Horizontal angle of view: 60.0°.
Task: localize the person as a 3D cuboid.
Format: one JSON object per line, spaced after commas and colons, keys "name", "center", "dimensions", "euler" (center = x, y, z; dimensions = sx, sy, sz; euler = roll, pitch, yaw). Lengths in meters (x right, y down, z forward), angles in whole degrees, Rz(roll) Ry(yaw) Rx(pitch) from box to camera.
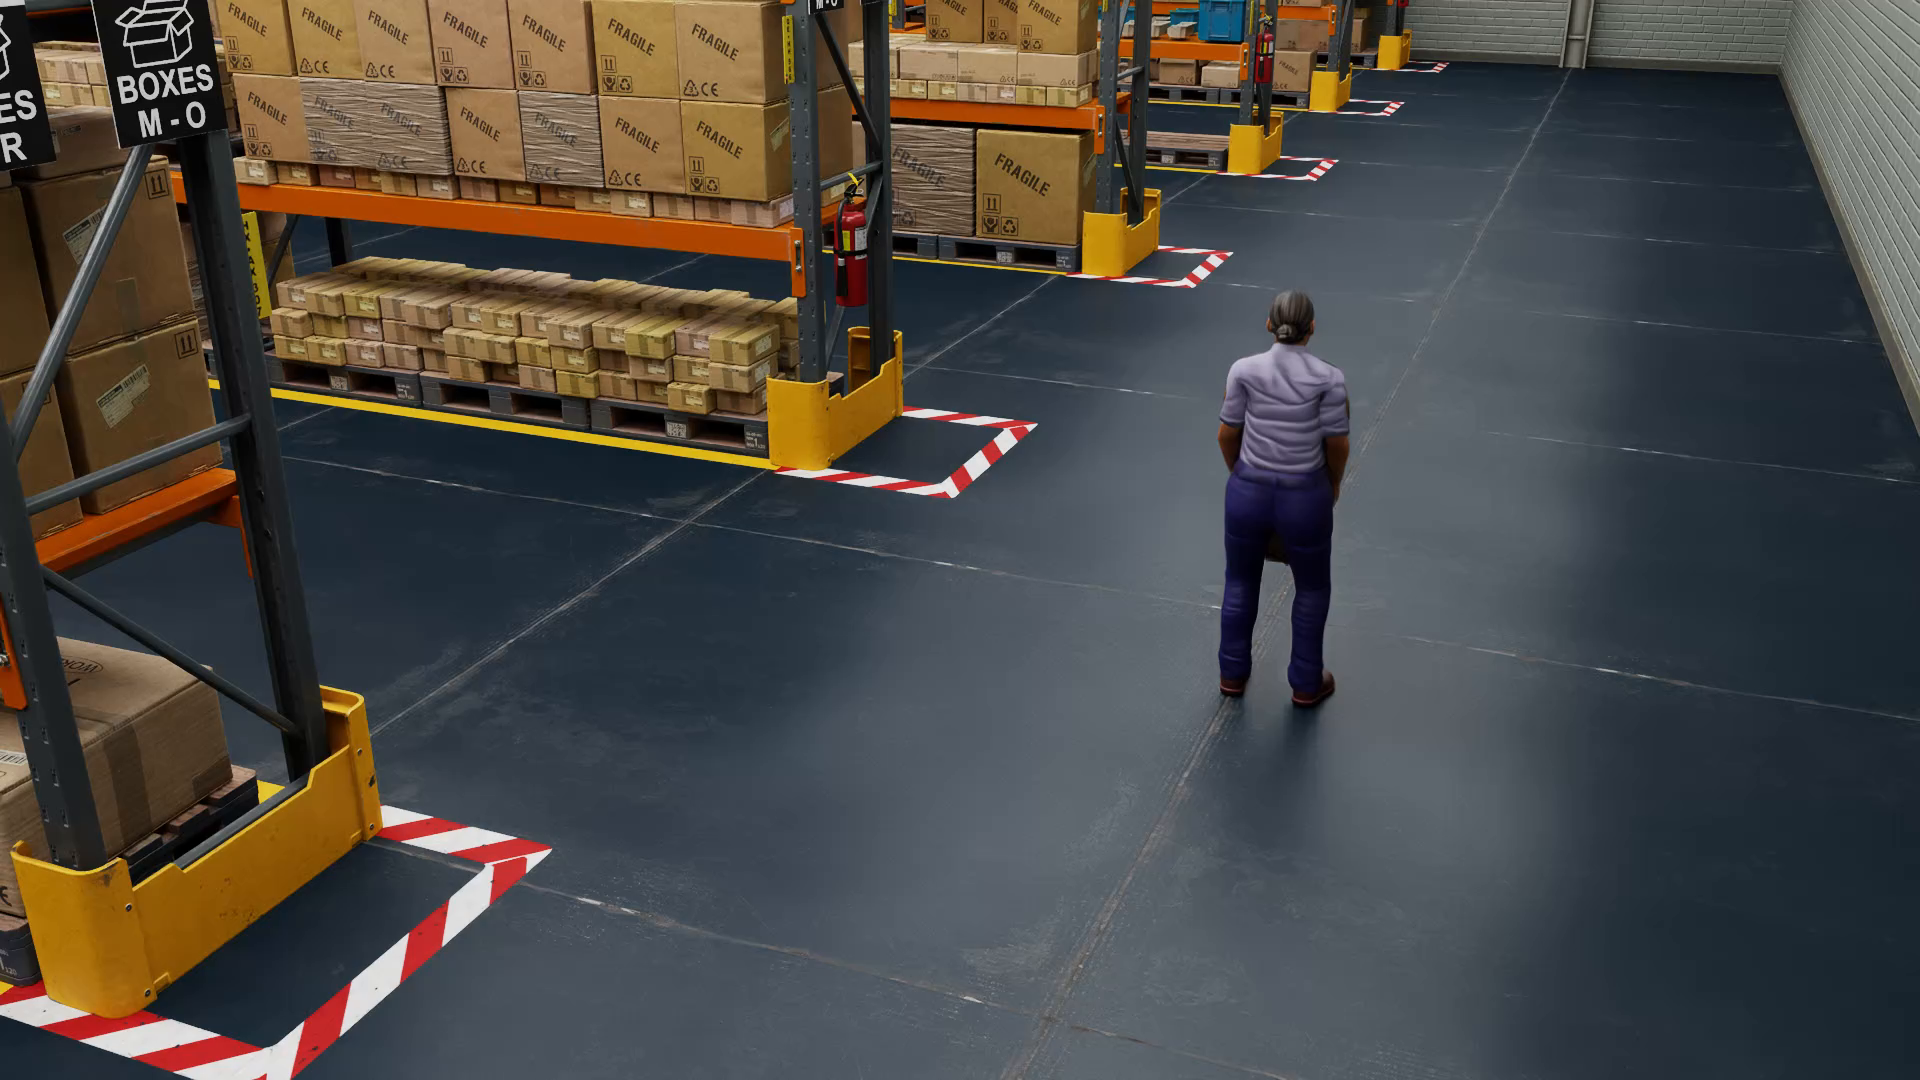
{"name": "person", "center": [1.250, -0.153, 6.466], "dimensions": [0.519, 1.656, 0.372], "euler": [8, 24, 19]}
